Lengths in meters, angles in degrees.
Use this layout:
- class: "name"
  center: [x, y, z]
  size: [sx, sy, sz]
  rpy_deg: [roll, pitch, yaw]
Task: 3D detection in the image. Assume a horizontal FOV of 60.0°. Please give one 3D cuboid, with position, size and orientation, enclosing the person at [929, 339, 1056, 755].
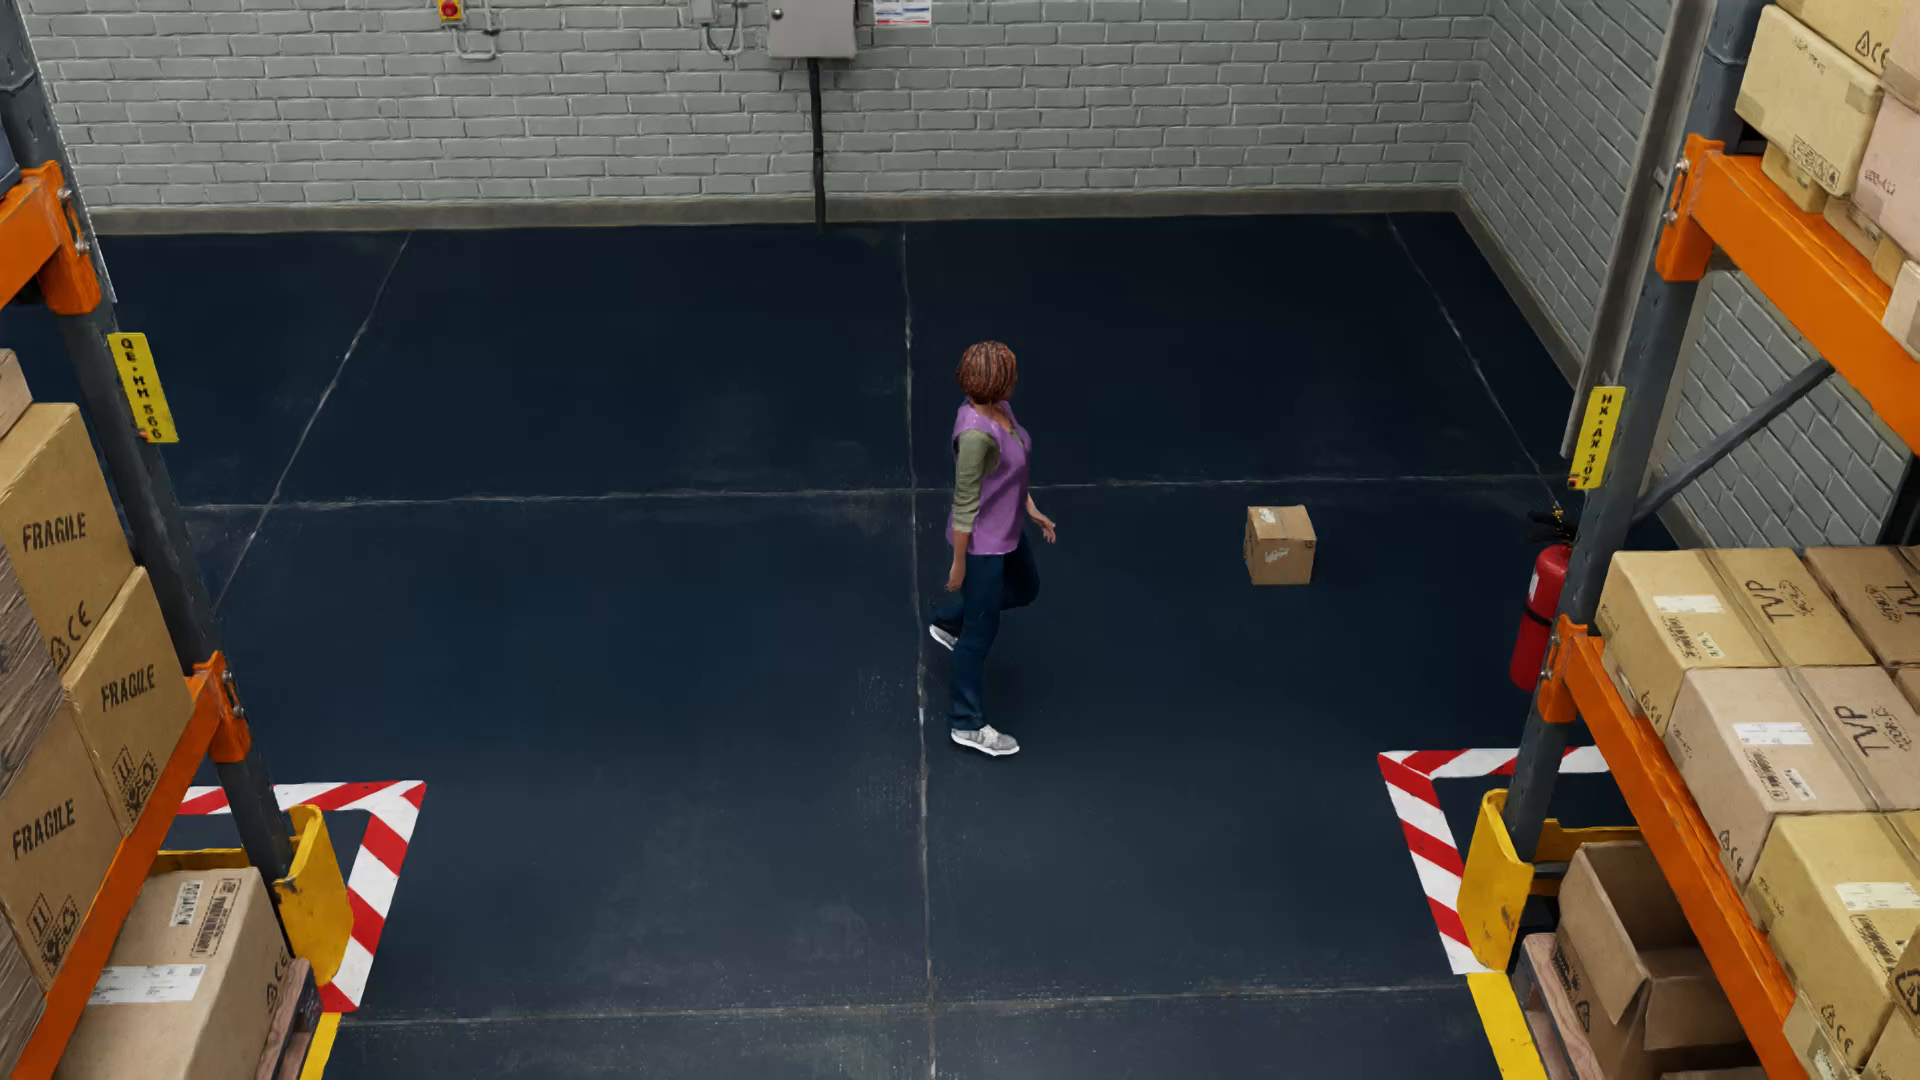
- class: "person"
  center: [0.090, 0.025, 6.130]
  size: [0.500, 1.576, 0.566]
  rpy_deg: [5, 36, 7]
